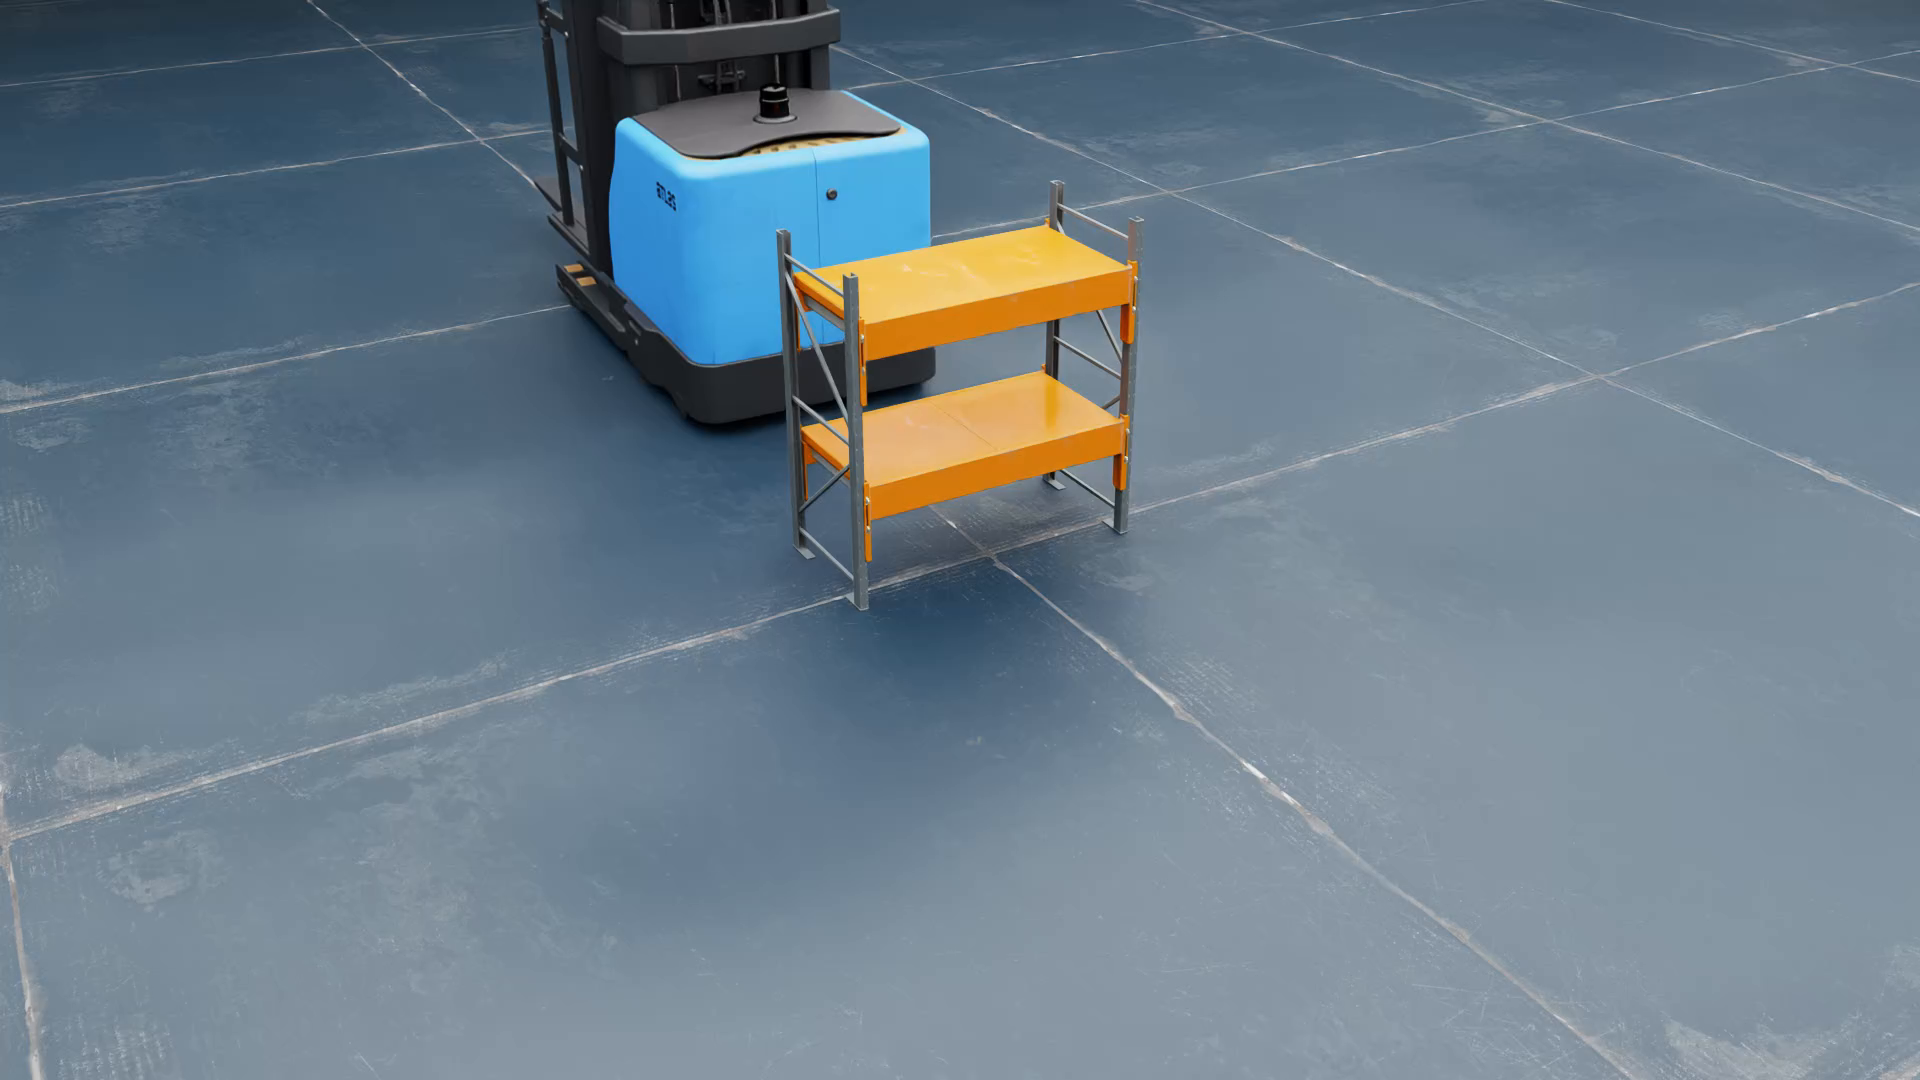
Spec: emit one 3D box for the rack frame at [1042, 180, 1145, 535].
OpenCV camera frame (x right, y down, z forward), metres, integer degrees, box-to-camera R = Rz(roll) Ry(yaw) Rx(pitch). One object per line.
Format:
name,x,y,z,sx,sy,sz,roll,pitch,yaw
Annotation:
rack frame,0.444,-0.619,5.707,0.032,1.125,0.500,-16,33,-26

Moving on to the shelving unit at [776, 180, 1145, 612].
shelving unit,0.006,-0.494,5.481,1.048,1.125,0.538,-16,33,-26

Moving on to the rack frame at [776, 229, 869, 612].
rack frame,-0.432,-0.370,5.256,0.032,1.125,0.500,-16,33,-26

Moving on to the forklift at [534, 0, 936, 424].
forklift,-1.232,-2.415,7.093,1.130,2.935,3.031,-14,32,-24

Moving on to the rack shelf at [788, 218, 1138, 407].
rack shelf,0.006,-0.750,5.340,1.000,0.278,0.538,-16,33,-26

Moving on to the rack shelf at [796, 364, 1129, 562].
rack shelf,0.006,-0.280,5.599,1.000,0.278,0.538,-16,33,-26
